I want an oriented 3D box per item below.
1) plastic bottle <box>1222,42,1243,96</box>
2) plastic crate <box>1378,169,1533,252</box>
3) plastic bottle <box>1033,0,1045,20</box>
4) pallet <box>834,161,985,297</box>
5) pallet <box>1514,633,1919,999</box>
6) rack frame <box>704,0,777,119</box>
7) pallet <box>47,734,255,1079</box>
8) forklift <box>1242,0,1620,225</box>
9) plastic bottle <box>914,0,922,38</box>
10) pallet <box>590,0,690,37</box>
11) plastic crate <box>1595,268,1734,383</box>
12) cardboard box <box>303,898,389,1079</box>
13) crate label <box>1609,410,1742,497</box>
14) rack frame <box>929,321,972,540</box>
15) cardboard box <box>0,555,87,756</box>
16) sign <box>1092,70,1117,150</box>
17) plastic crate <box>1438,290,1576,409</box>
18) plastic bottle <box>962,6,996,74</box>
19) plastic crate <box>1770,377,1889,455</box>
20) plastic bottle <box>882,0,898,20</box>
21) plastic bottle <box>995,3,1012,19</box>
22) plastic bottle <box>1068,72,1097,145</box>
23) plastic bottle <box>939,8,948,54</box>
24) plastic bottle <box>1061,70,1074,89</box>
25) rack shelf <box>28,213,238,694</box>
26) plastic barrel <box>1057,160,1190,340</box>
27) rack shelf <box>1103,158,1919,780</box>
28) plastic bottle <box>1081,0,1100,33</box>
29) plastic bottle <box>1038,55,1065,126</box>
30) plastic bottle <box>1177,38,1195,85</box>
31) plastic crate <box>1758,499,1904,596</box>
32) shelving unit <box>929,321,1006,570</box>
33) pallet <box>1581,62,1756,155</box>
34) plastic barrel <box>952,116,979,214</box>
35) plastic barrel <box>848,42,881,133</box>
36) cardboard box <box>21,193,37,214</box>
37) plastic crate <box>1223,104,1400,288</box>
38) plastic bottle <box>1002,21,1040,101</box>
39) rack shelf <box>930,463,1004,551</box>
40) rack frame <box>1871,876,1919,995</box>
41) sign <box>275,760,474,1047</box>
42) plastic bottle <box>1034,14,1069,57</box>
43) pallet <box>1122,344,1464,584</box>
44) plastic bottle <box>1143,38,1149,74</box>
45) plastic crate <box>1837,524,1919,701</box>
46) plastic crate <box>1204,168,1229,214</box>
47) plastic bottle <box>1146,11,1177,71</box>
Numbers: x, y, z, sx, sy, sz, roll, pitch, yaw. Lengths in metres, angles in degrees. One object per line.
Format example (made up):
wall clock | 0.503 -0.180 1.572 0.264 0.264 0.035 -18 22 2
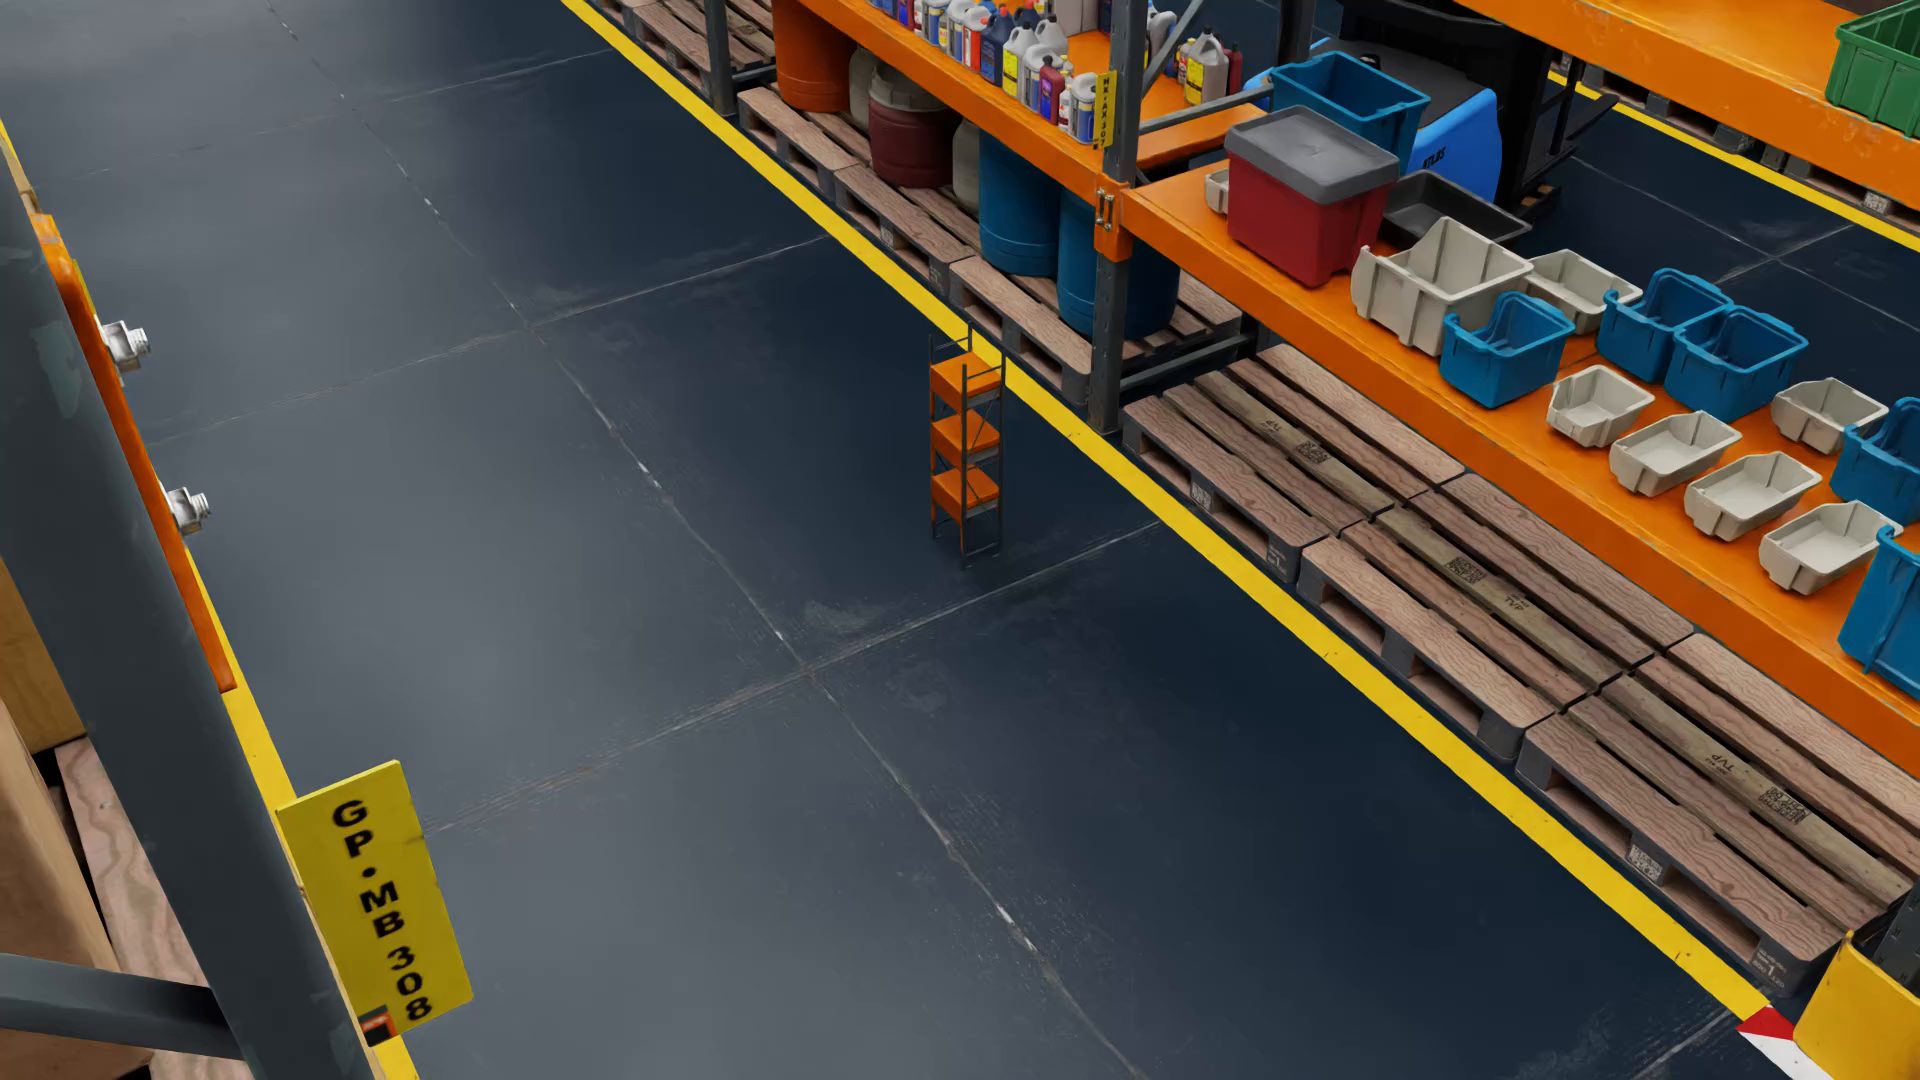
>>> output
plastic bottle | 1.219 -2.137 7.562 0.061 0.283 0.133 -22 45 -24
plastic crate | 1.885 -1.243 6.566 0.437 0.125 0.590 -22 45 -24
plastic bottle | 0.411 -2.713 8.318 0.097 0.201 0.097 0 40 0
pallet | 0.016 -1.856 9.312 1.003 0.211 1.213 -22 45 -24
pallet | 2.796 0.935 5.963 1.003 0.211 1.213 -22 45 -24
rack frame | -1.095 -3.996 9.702 1.000 3.000 0.127 -22 45 -24
pallet | -1.377 0.512 2.019 1.003 0.211 1.213 -22 45 -24
forklift | 2.767 -3.087 8.666 1.130 2.935 3.031 30 48 31
plastic bottle | -0.178 -2.582 8.161 0.097 0.201 0.097 0 40 0
pallet | -2.130 -4.014 11.902 1.003 0.211 1.213 -22 45 -24
plastic crate | 2.482 -0.756 5.898 0.416 0.233 0.300 -22 45 -24
cardboard box | -1.268 1.060 2.933 0.500 0.500 0.500 -23 45 -25
crate label | 2.302 -0.281 5.403 0.396 0.136 0.243 -22 45 -24
rack frame | -0.037 -0.440 6.958 0.200 1.050 0.008 -22 45 -24
cardboard box | -1.495 0.029 2.045 0.700 0.500 0.500 -24 45 -26
sign | 0.591 -1.755 6.797 0.100 0.325 0.005 -22 45 -24
plastic crate | 1.887 -0.657 5.779 0.416 0.233 0.300 -22 45 -24
plastic bottle | 0.104 -2.360 7.836 0.152 0.276 0.135 -22 45 -24
plastic crate | 2.884 -0.414 5.563 0.250 0.136 0.298 -22 45 -24
plastic bottle | -0.306 -2.796 8.301 0.144 0.351 0.185 -22 45 -24
plastic bottle | 0.199 -2.411 7.901 0.097 0.271 0.097 0 40 0
plastic bottle | 0.572 -1.891 7.273 0.152 0.276 0.135 -22 45 -24
plastic bottle | -0.054 -2.457 8.011 0.097 0.201 0.097 0 40 0
plastic bottle | 0.466 -2.008 7.472 0.097 0.201 0.097 0 40 0
rack shelf | -2.044 -0.927 2.208 1.077 0.370 4.000 -22 45 -24
plastic barrel | 0.778 -1.492 8.008 0.600 0.901 0.708 -22 45 -24
rack shelf | 2.132 -0.481 6.046 1.077 0.370 4.000 -22 45 -24
plastic bottle | 0.631 -2.670 8.208 0.152 0.276 0.135 -22 45 -24
plastic bottle | 0.409 -2.003 7.401 0.061 0.283 0.133 -22 45 -24
plastic bottle | 1.070 -2.233 7.742 0.097 0.201 0.097 0 40 0
plastic crate | 2.616 0.023 5.039 0.396 0.136 0.243 -22 45 -24
shelving unit | 0.029 -0.374 6.879 0.215 1.050 0.252 -22 45 -24
pallet | 4.765 -2.895 10.559 1.003 0.211 1.213 -22 45 -24
plastic barrel | 0.169 -2.060 8.994 0.421 0.512 0.421 0 40 0
plastic barrel | -0.438 -2.669 9.725 0.421 0.512 0.421 0 40 0
cardboard box | -4.444 -0.773 7.166 1.225 0.875 0.875 -22 45 -24
plastic crate | 1.325 -1.316 6.390 0.402 0.464 0.583 -22 45 -24
plastic bottle | 0.286 -2.201 7.587 0.144 0.351 0.185 -22 45 -24
rack shelf | 0.029 -0.153 7.064 0.215 0.259 0.240 -22 45 -24
rack frame | 3.207 0.322 4.520 1.000 3.000 0.127 -22 45 -24
sign | -0.498 0.321 1.434 0.100 0.325 0.005 -22 45 -24
plastic bottle | 0.408 -2.251 7.647 0.144 0.351 0.185 -22 45 -24
pallet | 1.484 -0.382 7.544 1.003 0.211 1.213 -22 45 -24
plastic bottle | 0.837 -2.286 7.805 0.097 0.201 0.097 0 40 0
plastic crate | 2.869 0.169 4.629 0.616 0.435 0.499 -22 45 -24
plastic crate | 1.186 -1.458 6.816 0.396 0.136 0.243 -22 45 -24
plastic bottle | 0.932 -2.368 7.845 0.152 0.276 0.135 -22 45 -24
